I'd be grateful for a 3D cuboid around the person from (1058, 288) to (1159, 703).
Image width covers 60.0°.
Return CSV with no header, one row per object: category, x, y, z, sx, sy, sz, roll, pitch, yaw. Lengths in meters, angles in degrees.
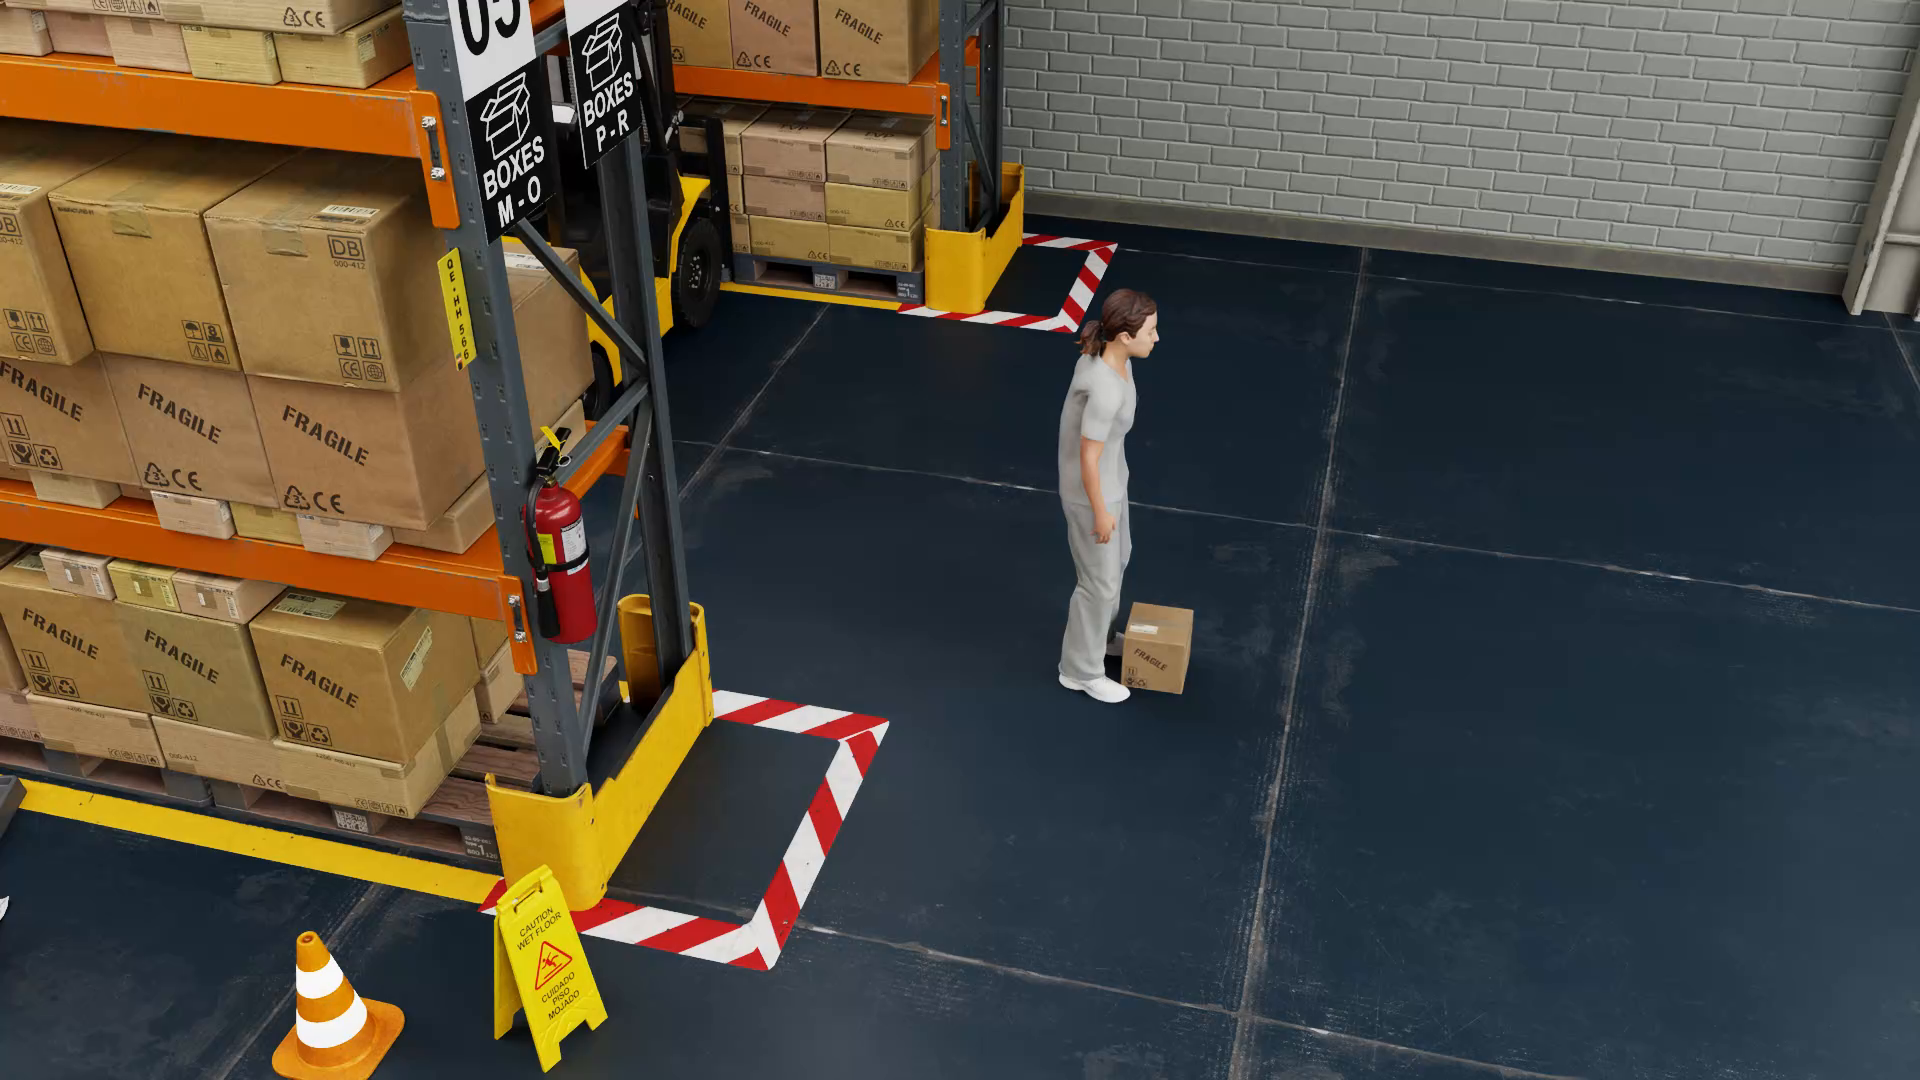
person,0.559,-0.187,6.429,0.362,1.671,0.504,6,33,10
